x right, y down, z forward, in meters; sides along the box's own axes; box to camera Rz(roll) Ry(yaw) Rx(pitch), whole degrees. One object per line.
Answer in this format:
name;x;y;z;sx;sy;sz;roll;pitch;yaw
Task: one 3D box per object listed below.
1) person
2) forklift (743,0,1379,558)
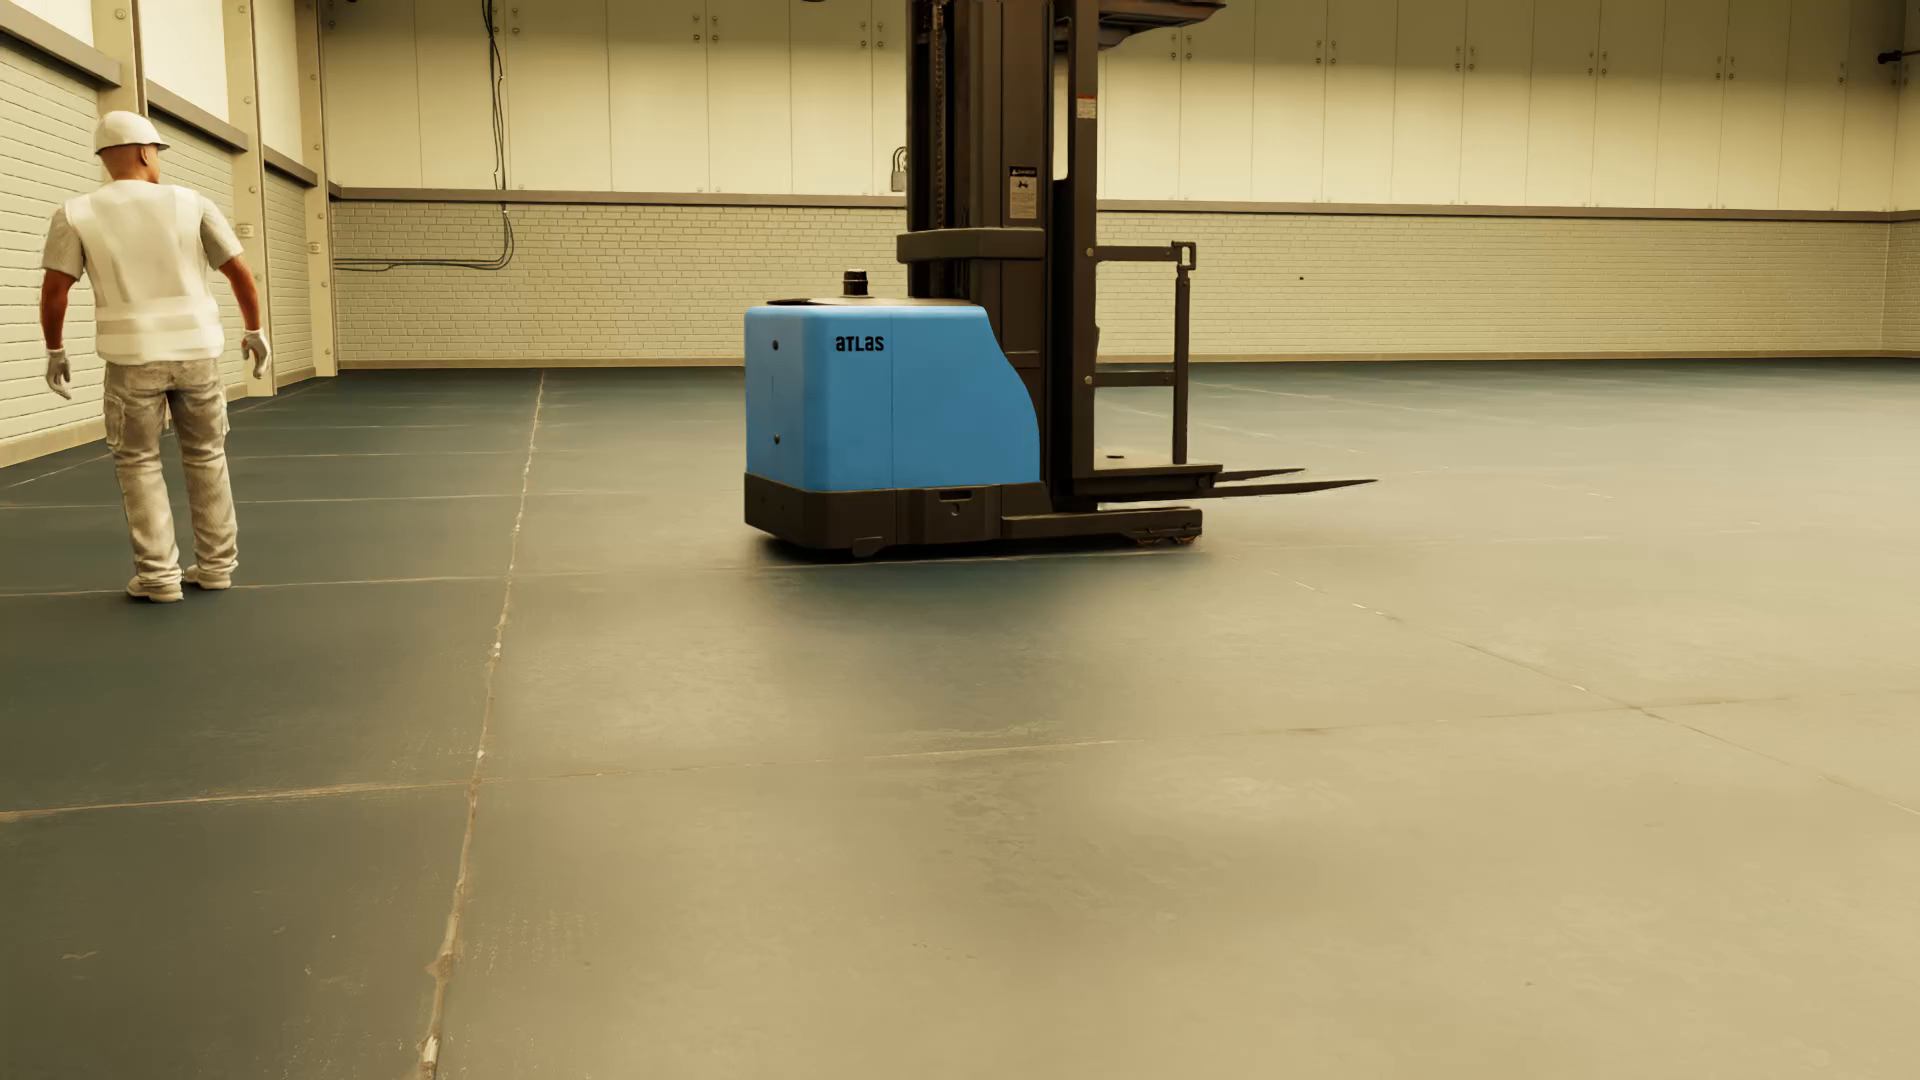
person;-2.975;-0.677;6.162;0.769;1.771;0.501;-6;10;-36
forklift;0.557;-1.487;7.759;3.031;2.935;1.130;-4;9;-24
